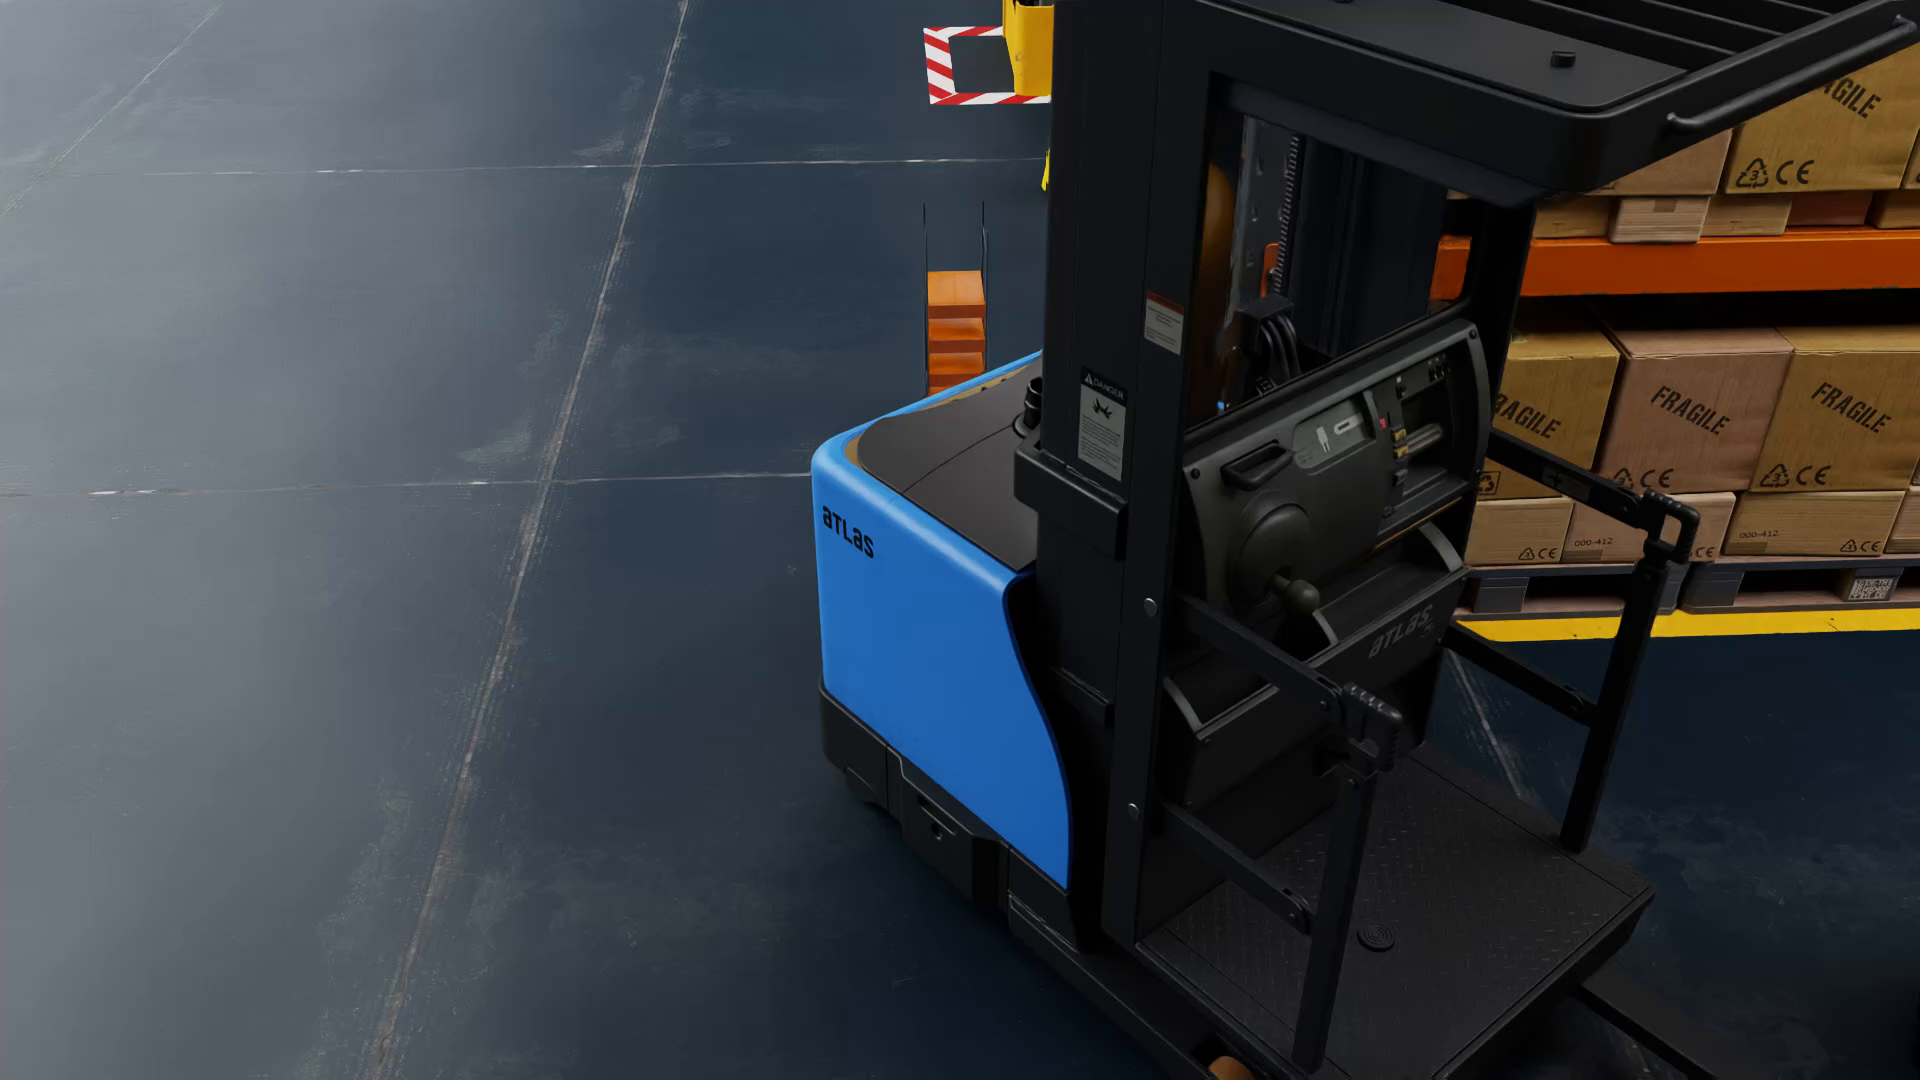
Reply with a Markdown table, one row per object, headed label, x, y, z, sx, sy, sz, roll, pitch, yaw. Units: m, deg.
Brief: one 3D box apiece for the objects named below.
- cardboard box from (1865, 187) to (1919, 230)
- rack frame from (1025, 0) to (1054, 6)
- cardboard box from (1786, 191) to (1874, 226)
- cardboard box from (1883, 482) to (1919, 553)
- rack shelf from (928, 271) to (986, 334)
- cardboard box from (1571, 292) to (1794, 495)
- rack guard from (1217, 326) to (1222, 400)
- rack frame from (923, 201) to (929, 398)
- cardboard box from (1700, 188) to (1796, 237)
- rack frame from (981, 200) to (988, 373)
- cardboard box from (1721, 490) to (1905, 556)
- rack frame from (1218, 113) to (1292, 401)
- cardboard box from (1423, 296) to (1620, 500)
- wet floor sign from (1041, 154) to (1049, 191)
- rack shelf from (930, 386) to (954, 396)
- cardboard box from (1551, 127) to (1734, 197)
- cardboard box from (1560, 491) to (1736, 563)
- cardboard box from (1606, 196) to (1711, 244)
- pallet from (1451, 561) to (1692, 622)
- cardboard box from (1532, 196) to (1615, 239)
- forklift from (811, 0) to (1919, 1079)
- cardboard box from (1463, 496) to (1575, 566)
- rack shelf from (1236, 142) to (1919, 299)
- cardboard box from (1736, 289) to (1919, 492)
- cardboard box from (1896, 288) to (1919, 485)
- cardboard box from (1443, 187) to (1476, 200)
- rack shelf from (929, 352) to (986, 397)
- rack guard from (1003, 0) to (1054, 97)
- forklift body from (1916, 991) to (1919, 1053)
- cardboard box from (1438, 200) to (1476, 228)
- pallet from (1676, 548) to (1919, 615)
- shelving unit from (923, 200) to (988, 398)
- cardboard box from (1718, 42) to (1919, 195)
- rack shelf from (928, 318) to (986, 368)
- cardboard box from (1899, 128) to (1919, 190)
| label | x | y | z | sx | sy | sz | roll | pitch | yaw |
| --- | --- | --- | --- | --- | --- | --- | --- | --- | --- |
| cardboard box | 2.727 | -1.056 | 4.861 | 0.250 | 0.149 | 0.380 | -2 | 35 | -3 |
| rack frame | 0.484 | -4.065 | 8.988 | 0.127 | 3.000 | 1.000 | -2 | 35 | -2 |
| cardboard box | 2.462 | -1.066 | 4.875 | 0.250 | 0.149 | 0.380 | 0 | 35 | -1 |
| cardboard box | 3.197 | -0.204 | 5.456 | 0.500 | 0.250 | 0.500 | -1 | 35 | -1 |
| rack shelf | -0.015 | -0.752 | 5.228 | 0.180 | 0.103 | 0.258 | -2 | 35 | -2 |
| cardboard box | 2.184 | -0.486 | 5.205 | 0.500 | 0.500 | 0.500 | -3 | 35 | -4 |
| rack guard | 0.895 | -0.228 | 5.640 | 0.348 | 0.500 | 1.175 | -2 | 35 | -2 |
| rack frame | -0.106 | -0.491 | 5.404 | 0.006 | 1.200 | 0.240 | -2 | 35 | -2 |
| cardboard box | 2.201 | -1.025 | 4.815 | 0.250 | 0.149 | 0.380 | -1 | 35 | -1 |
| rack frame | 0.077 | -0.496 | 5.411 | 0.006 | 1.200 | 0.240 | -2 | 35 | -2 |
| cardboard box | 2.693 | -0.192 | 5.438 | 0.500 | 0.250 | 0.500 | 1 | 35 | 1 |
| rack frame | 0.819 | -1.254 | 4.926 | 0.127 | 3.000 | 1.000 | -2 | 35 | -2 |
| cardboard box | 1.662 | -0.470 | 5.181 | 0.500 | 0.500 | 0.500 | -3 | 35 | -4 |
| wet floor sign | 0.549 | -1.970 | 8.030 | 0.232 | 0.644 | 0.267 | -7 | 35 | -10 |
| rack shelf | -0.015 | -0.456 | 5.433 | 0.180 | 0.103 | 0.258 | -2 | 35 | -2 |
| cardboard box | 1.823 | -1.288 | 4.626 | 0.500 | 0.500 | 0.500 | -1 | 35 | -1 |
| cardboard box | 2.148 | -0.170 | 5.407 | 0.500 | 0.250 | 0.500 | 0 | 35 | -1 |
| cardboard box | 1.944 | -0.999 | 4.778 | 0.250 | 0.149 | 0.380 | -1 | 35 | -1 |
| pallet | 1.708 | -0.111 | 5.725 | 1.213 | 0.211 | 1.003 | -2 | 35 | -2 |
| cardboard box | 1.689 | -1.018 | 4.806 | 0.250 | 0.149 | 0.380 | -3 | 35 | -4 |
| forklift | 0.939 | -0.099 | 3.318 | 1.130 | 2.935 | 3.031 | -26 | 42 | -32 |
| cardboard box | 1.638 | -0.160 | 5.393 | 0.500 | 0.250 | 0.500 | -2 | 35 | -3 |
| rack shelf | 2.817 | -1.012 | 5.208 | 4.000 | 0.370 | 1.077 | -2 | 35 | -2 |
| cardboard box | 2.685 | -0.495 | 5.218 | 0.500 | 0.500 | 0.500 | -1 | 35 | -1 |
| cardboard box | 3.219 | -0.514 | 5.245 | 0.500 | 0.500 | 0.500 | 0 | 35 | 0 |
| cardboard box | 1.305 | -1.272 | 4.603 | 0.500 | 0.500 | 0.500 | -2 | 35 | -3 |
| rack shelf | -0.015 | -0.555 | 5.365 | 0.180 | 0.103 | 0.258 | -2 | 35 | -2 |
| rack guard | 0.460 | -3.036 | 9.698 | 0.348 | 0.500 | 1.175 | -2 | 35 | -2 |
| forklift body | 2.866 | 0.829 | 2.663 | 1.214 | 2.155 | 2.313 | -2 | 35 | -2 |
| cardboard box | 1.420 | -1.057 | 4.862 | 0.250 | 0.149 | 0.380 | -1 | 35 | -2 |
| pallet | 2.924 | -0.142 | 5.770 | 1.213 | 0.211 | 1.003 | -2 | 35 | -2 |
| shelving unit | -0.015 | -0.493 | 5.408 | 0.189 | 1.200 | 0.258 | -2 | 35 | -2 |
| cardboard box | 2.332 | -1.302 | 4.647 | 0.500 | 0.500 | 0.500 | -2 | 35 | -3 |
| rack shelf | -0.015 | -0.654 | 5.297 | 0.180 | 0.103 | 0.258 | -2 | 35 | -2 |
| cardboard box | 2.839 | -1.321 | 4.673 | 0.500 | 0.500 | 0.500 | -2 | 35 | -3 |
